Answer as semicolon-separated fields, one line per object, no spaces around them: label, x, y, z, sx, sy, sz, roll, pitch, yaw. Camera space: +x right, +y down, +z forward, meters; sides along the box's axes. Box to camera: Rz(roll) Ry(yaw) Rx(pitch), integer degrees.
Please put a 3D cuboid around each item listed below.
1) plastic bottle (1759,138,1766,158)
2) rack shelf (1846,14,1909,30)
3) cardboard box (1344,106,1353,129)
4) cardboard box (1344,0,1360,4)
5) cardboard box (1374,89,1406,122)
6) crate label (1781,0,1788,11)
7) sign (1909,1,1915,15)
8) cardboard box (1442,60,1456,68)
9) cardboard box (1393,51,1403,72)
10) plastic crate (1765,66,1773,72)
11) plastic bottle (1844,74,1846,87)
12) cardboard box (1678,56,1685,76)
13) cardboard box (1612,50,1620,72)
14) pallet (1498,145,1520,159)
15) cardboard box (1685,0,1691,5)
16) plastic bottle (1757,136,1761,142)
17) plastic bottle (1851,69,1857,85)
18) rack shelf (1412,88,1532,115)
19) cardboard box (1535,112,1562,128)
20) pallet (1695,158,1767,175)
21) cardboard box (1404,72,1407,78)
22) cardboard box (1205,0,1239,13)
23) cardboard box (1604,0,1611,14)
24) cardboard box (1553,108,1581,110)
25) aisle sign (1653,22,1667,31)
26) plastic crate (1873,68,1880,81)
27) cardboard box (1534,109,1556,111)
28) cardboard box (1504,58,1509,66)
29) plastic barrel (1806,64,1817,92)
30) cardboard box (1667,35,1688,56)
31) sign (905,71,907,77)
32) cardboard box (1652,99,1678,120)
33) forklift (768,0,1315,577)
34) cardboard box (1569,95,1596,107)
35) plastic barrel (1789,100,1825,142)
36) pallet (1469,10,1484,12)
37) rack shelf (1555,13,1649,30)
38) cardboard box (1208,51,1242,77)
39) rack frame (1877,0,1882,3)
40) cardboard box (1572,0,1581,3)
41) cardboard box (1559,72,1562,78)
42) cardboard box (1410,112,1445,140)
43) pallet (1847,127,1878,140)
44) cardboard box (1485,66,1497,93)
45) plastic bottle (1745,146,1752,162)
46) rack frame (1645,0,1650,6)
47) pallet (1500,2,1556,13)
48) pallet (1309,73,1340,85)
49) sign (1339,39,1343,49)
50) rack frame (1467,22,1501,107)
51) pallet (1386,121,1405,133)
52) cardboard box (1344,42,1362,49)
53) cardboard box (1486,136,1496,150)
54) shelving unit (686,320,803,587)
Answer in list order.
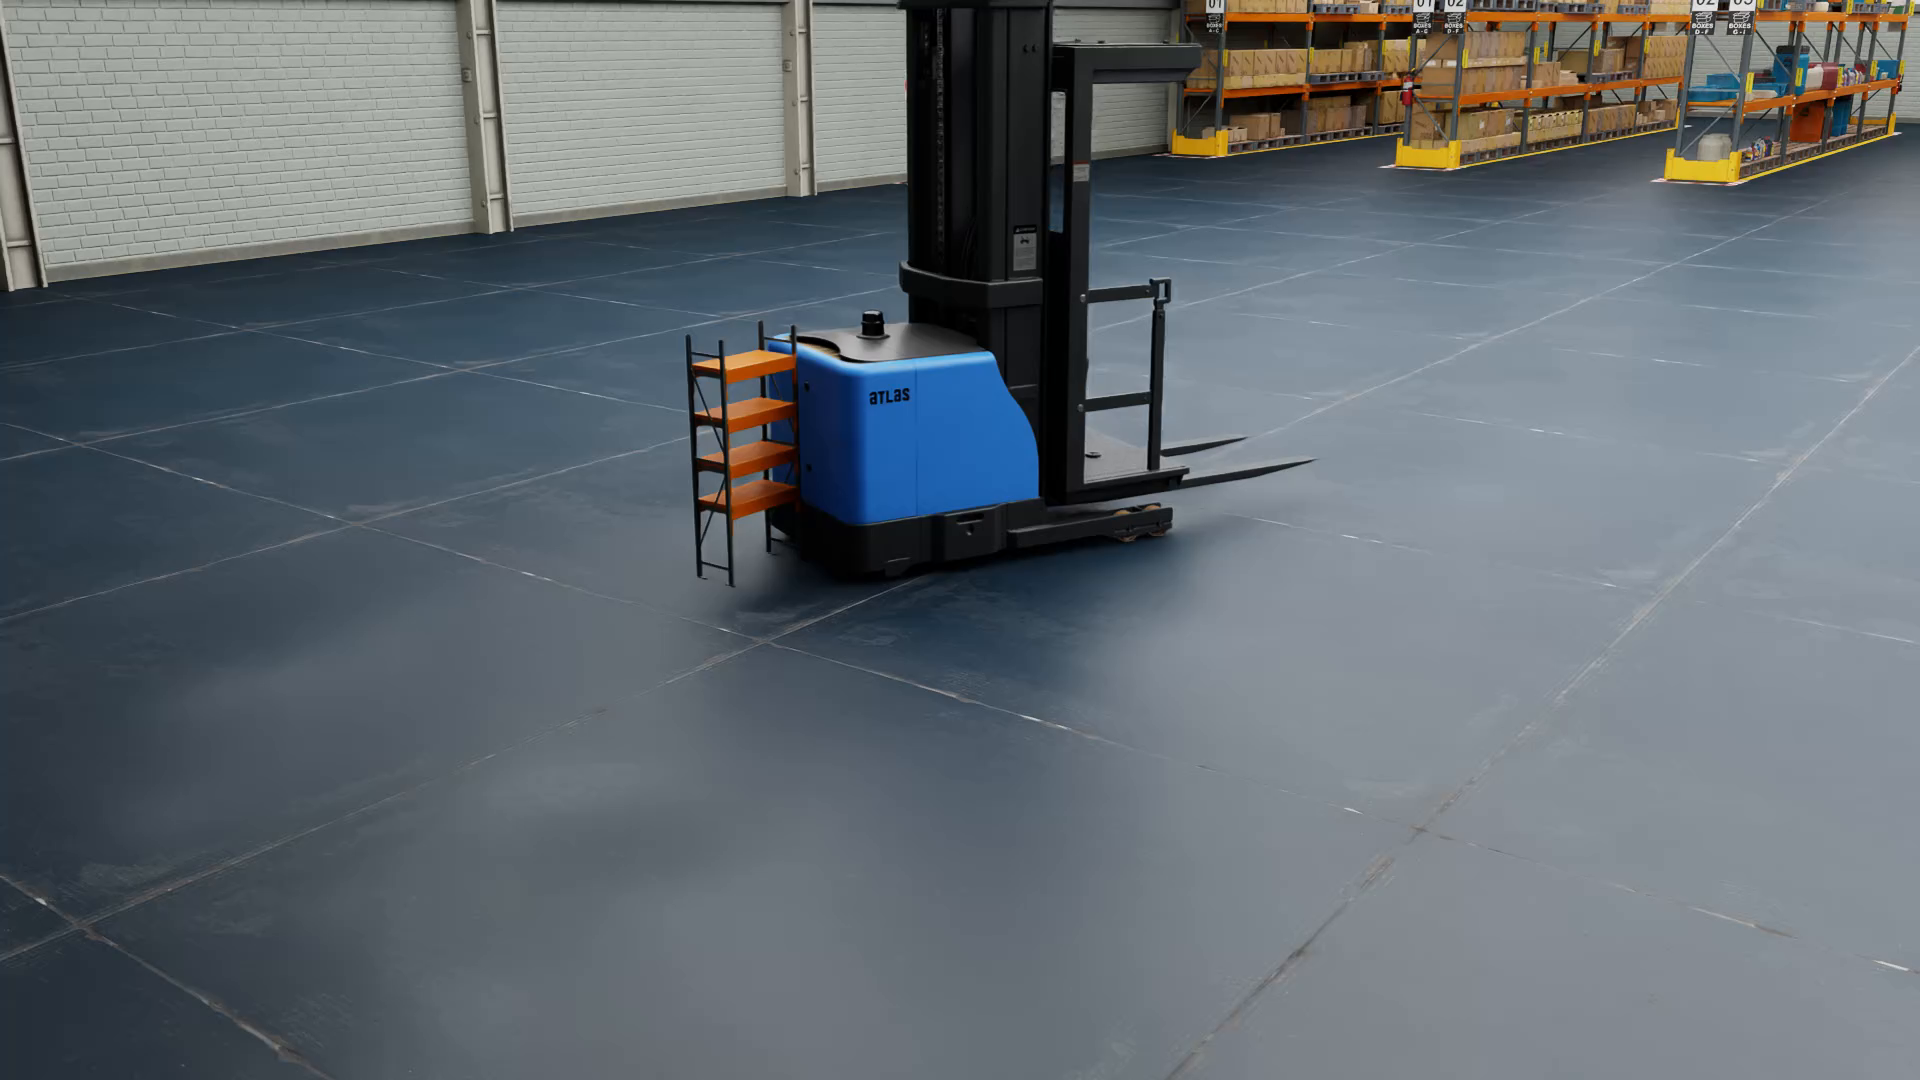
plastic bottle;14.804;-7.247;30.747;0.144;0.351;0.185;12;21;34
rack shelf;21.221;-12.099;38.804;1.077;0.370;4.000;12;21;35
cardboard box;8.902;-10.066;39.572;0.700;0.500;0.500;12;21;35
cardboard box;8.843;-12.531;38.773;0.797;0.503;0.637;16;24;42
cardboard box;10.760;-10.866;41.592;0.750;0.750;0.750;12;21;34
crate label;14.260;-9.425;29.229;0.502;0.251;0.408;12;21;35
sign;22.864;-12.776;39.946;0.100;0.325;0.005;12;21;35
cardboard box;9.310;-8.965;31.293;0.380;0.149;0.250;12;21;34
cardboard box;10.504;-11.725;40.739;0.500;0.500;0.500;13;22;36
plastic crate;16.438;-9.281;33.465;0.402;0.464;0.583;12;21;35
plastic bottle;18.943;-9.864;35.666;0.097;0.271;0.097;0;17;0
cardboard box;18.389;-12.256;42.984;0.500;0.500;0.500;13;22;36
cardboard box;15.050;-11.227;38.962;0.700;0.500;0.500;7;19;21
pallet;10.779;-7.991;34.121;1.003;0.211;1.213;12;21;35
cardboard box;18.336;-13.795;42.461;0.500;0.250;0.500;12;21;35
plastic bottle;14.995;-7.395;31.224;0.144;0.351;0.185;12;21;35
plastic bottle;19.634;-10.190;36.582;0.144;0.351;0.185;12;21;35
rack shelf;10.095;-8.685;32.866;1.077;0.370;4.000;12;21;35
cardboard box;12.648;-9.081;35.911;0.500;0.311;0.500;13;22;36
pallet;14.103;-6.853;30.455;1.003;0.211;1.213;12;21;35
cardboard box;10.977;-11.626;41.515;0.380;0.149;0.250;13;21;35
cardboard box;5.323;-10.952;33.693;0.500;0.500;0.500;13;22;36
cardboard box;14.207;-12.169;37.647;0.910;0.500;0.500;12;21;35
cardboard box;14.039;-9.738;38.518;0.500;0.500;0.500;13;22;37
aisle sign;18.242;-13.673;43.331;0.394;0.787;0.004;12;21;35
plastic crate;21.087;-10.837;38.683;0.437;0.282;0.530;12;21;35
cardboard box;13.122;-9.540;37.389;0.500;0.311;0.500;13;22;37
cardboard box;10.689;-9.518;33.073;0.380;0.149;0.250;12;21;34
plastic barrel;16.704;-9.161;32.956;0.433;0.535;0.433;0;17;0
cardboard box;18.393;-12.734;42.836;0.500;0.500;0.500;12;21;34
sign;-0.835;-7.892;28.144;0.001;0.109;0.331;12;21;35
cardboard box;18.311;-11.206;43.246;0.500;0.500;0.500;12;21;35
forklift;0.542;-1.515;8.680;3.031;2.935;1.130;-9;20;-28
cardboard box;14.675;-10.355;39.239;0.500;0.250;0.500;12;21;34
plastic barrel;17.924;-8.865;35.185;0.600;0.830;0.708;12;21;35
pallet;13.296;-14.157;44.367;1.003;0.211;1.213;12;21;35
rack shelf;14.862;-12.023;38.557;1.077;0.370;4.000;12;21;35
cardboard box;5.449;-9.783;34.145;0.500;0.500;0.500;12;21;35
rack frame;20.029;-13.399;36.718;1.000;3.000;0.127;12;21;35
cardboard box;13.147;-11.773;36.084;0.500;0.250;0.500;13;22;36
cardboard box;12.982;-10.236;36.799;0.500;0.311;0.500;12;21;34
cardboard box;8.984;-7.978;32.041;0.500;0.500;0.500;12;21;35
pallet;21.163;-9.676;39.547;1.003;0.211;1.213;12;21;35
cardboard box;10.112;-9.078;32.751;0.700;0.500;0.500;13;22;36
plastic bottle;14.210;-6.960;29.957;0.097;0.271;0.097;0;17;0
rack frame;16.054;-14.275;39.540;1.000;3.000;0.127;12;21;35
pallet;11.802;-11.058;34.561;0.805;0.209;1.217;11;21;33
pallet;7.879;-10.444;37.641;1.003;0.211;1.213;12;21;35
sign;9.242;-11.982;40.319;0.100;0.325;0.005;12;21;35
rack frame;14.456;-13.238;46.313;1.000;3.000;0.127;12;21;35
pallet;10.947;-10.464;42.084;1.003;0.211;1.213;12;21;35
cardboard box;9.328;-11.733;39.464;0.380;0.149;0.250;9;19;26
cardboard box;10.297;-7.885;33.005;0.500;0.250;0.500;12;21;35
shelving unit;-1.039;-0.425;8.090;0.258;1.200;0.503;13;21;35
